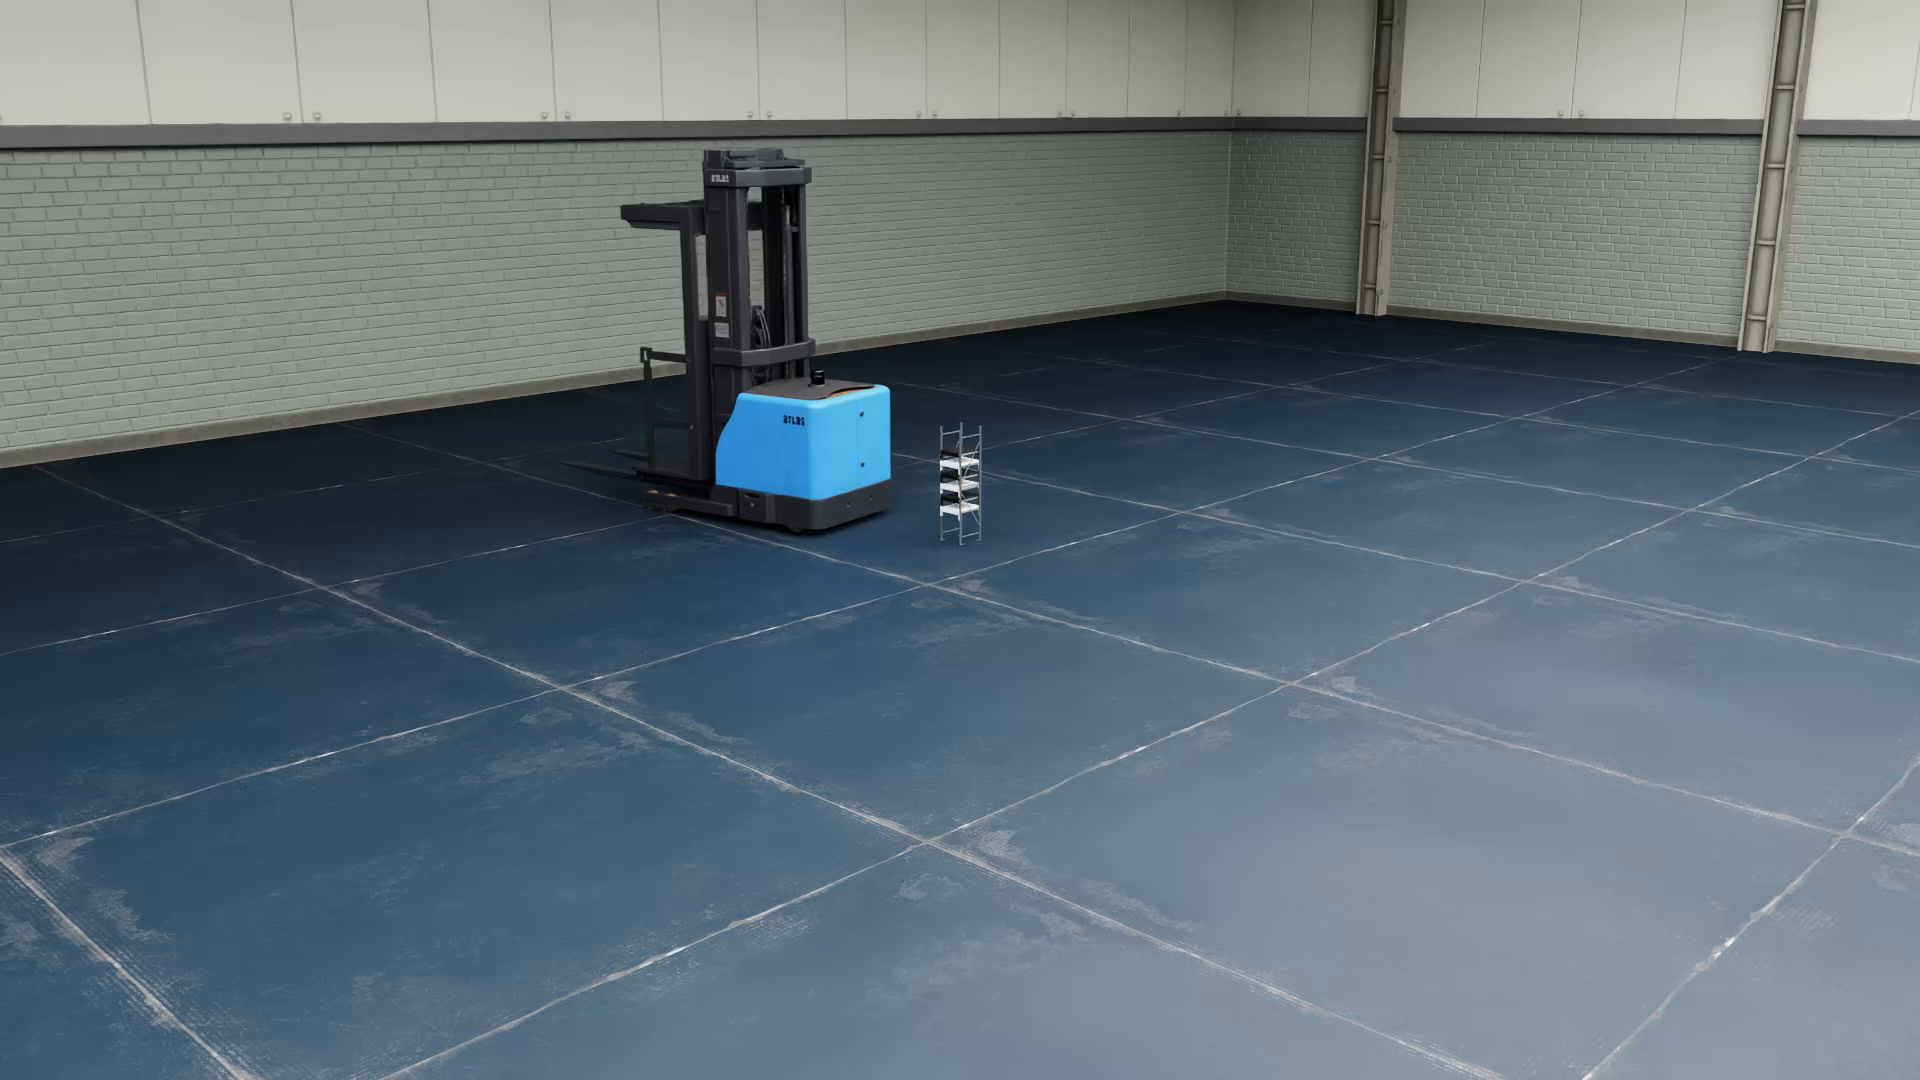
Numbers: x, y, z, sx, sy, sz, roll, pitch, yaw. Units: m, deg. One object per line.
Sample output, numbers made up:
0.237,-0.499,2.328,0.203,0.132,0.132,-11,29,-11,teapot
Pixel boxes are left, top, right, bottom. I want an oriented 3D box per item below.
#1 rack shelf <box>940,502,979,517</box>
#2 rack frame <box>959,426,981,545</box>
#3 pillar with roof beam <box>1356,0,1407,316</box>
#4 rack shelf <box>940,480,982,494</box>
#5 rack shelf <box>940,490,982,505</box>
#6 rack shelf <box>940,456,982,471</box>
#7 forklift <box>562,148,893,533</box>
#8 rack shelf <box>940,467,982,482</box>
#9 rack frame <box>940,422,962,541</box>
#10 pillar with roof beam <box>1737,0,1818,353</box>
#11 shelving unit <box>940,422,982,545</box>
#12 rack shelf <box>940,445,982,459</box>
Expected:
0.006,-0.228,12.867,0.200,0.077,0.258,14,20,42,rack shelf
0.079,-0.416,12.745,0.006,0.900,0.240,14,20,42,rack frame
3.695,-7.245,22.891,0.400,9.000,9.100,14,20,42,pillar with roof beam
0.006,-0.402,12.822,0.200,0.077,0.258,14,20,42,rack shelf
0.006,-0.315,12.844,0.200,0.077,0.258,14,20,42,rack shelf
0.006,-0.576,12.776,0.200,0.077,0.258,14,20,42,rack shelf
-2.063,-1.738,13.791,3.031,2.935,1.130,10,17,33,forklift
0.006,-0.489,12.799,0.200,0.077,0.258,14,20,42,rack shelf
-0.067,-0.452,12.881,0.006,0.900,0.240,14,20,42,rack frame
8.015,-6.195,18.861,0.400,9.000,9.100,14,20,42,pillar with roof beam
0.006,-0.434,12.813,0.210,0.900,0.258,14,20,42,shelving unit
0.006,-0.663,12.753,0.200,0.077,0.258,14,20,42,rack shelf
